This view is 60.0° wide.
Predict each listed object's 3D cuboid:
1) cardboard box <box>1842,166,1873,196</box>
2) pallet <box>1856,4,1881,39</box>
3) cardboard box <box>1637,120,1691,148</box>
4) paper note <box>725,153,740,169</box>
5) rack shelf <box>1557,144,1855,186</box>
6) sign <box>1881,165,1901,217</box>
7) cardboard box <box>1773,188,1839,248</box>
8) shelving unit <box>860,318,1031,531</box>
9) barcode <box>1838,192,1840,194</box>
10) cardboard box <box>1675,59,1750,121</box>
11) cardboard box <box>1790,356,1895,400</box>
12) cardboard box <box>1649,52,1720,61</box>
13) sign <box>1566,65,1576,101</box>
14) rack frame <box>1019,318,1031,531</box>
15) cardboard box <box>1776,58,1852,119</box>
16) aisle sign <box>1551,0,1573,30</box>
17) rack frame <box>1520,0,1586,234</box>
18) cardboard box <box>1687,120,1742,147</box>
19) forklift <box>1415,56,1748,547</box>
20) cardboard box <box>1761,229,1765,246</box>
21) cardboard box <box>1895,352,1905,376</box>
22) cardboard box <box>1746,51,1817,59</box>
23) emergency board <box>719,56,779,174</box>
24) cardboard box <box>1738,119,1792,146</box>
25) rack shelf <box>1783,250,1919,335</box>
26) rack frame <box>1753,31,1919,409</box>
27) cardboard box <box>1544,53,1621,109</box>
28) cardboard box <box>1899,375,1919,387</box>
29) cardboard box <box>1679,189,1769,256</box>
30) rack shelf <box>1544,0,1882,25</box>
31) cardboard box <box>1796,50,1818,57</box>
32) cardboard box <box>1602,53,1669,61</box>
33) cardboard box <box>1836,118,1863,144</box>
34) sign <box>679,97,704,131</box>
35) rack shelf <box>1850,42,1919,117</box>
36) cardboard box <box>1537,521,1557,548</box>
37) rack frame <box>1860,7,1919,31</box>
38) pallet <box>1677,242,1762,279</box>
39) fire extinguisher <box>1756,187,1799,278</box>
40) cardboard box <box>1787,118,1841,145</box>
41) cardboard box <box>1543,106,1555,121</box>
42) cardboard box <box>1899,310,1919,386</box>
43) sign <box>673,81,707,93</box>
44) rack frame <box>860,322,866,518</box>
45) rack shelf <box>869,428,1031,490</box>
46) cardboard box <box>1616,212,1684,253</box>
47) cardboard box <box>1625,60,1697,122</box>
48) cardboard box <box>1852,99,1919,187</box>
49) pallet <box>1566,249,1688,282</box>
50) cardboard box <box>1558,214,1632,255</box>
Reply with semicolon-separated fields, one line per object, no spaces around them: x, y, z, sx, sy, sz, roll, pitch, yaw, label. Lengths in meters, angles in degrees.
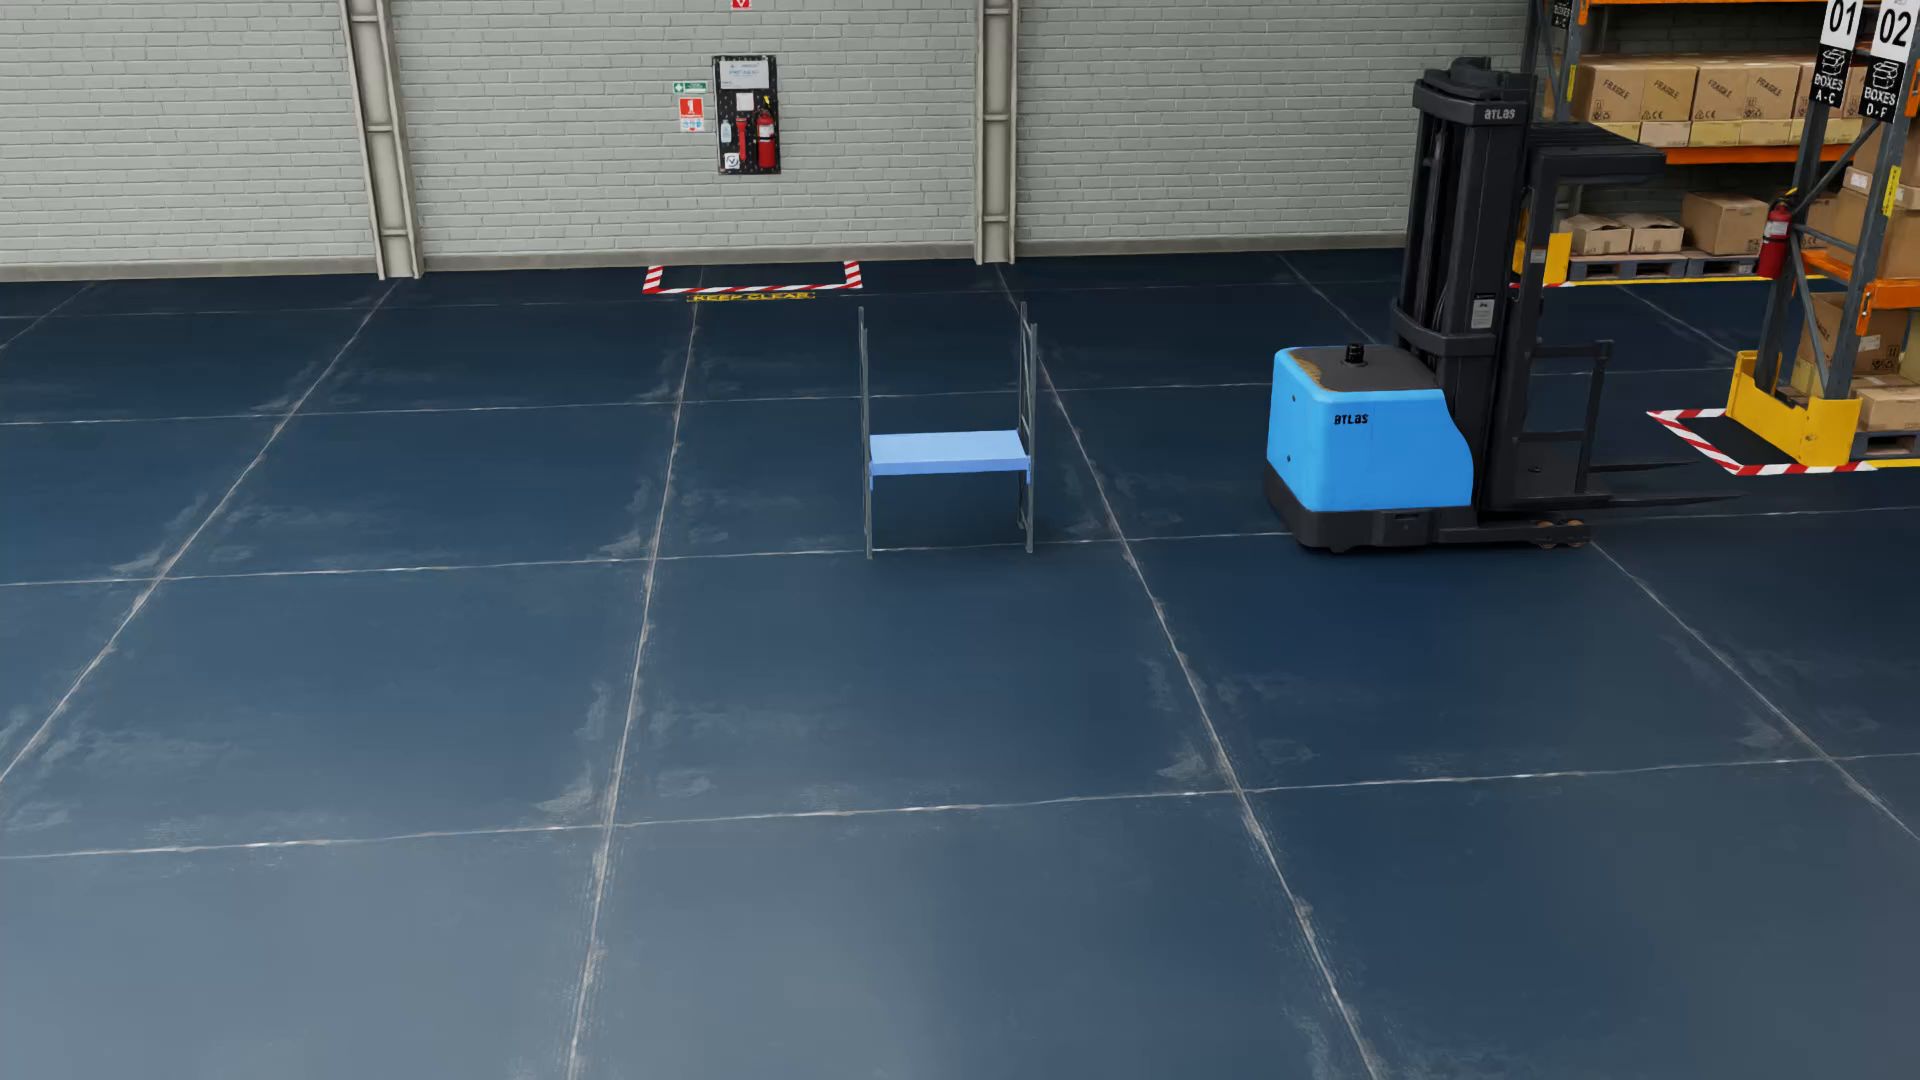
6.566;-2.571;11.919;0.250;0.149;0.380;-3;24;-6;cardboard box
6.911;-3.485;11.312;1.213;0.211;1.003;-2;24;-5;pallet
6.746;-3.997;16.209;0.500;0.250;0.500;-3;24;-7;cardboard box
-2.291;-3.812;16.717;0.142;0.148;0.016;-2;24;-5;paper note
7.705;-3.890;16.694;4.000;0.370;1.077;-2;24;-5;rack shelf
6.253;-2.344;11.166;0.005;0.325;0.100;-2;24;-5;sign
8.666;-3.299;17.016;0.500;0.500;0.500;-4;24;-9;cardboard box
-0.085;-0.682;10.438;1.030;1.308;0.538;-2;24;-5;shelving unit
9.134;-3.579;17.250;0.075;0.075;0.001;-2;24;-5;barcode
7.227;-4.353;16.088;0.500;0.500;0.500;-3;24;-7;cardboard box
6.710;-1.213;12.654;0.500;0.250;0.500;-2;24;-5;cardboard box
15.270;0.065;5.669;13.577;0.889;26.022;-3;24;-7;cardboard box
5.768;-4.315;15.699;0.005;0.325;0.100;-2;24;-5;sign
0.421;-0.702;10.482;0.013;1.308;0.475;-2;24;-5;rack frame
8.256;-4.400;16.192;0.500;0.500;0.500;-3;24;-7;cardboard box
5.672;-5.202;15.561;0.004;0.787;0.394;-2;24;-5;aisle sign
5.714;-4.139;16.368;0.127;3.000;1.000;-2;24;-5;rack frame
7.254;-4.015;16.249;0.500;0.250;0.500;-3;24;-6;cardboard box
3.610;-1.498;10.511;3.031;2.935;1.121;-3;24;-6;forklift
8.101;-3.141;17.092;0.250;0.149;0.380;-4;24;-9;cardboard box
7.206;-1.238;12.709;0.500;0.250;0.500;-2;24;-5;cardboard box
8.195;-4.610;16.666;0.500;0.500;0.500;-2;24;-4;cardboard box
-2.104;-4.193;16.491;0.636;1.158;0.192;-2;24;-5;emergency board
7.757;-4.034;16.293;0.500;0.250;0.500;-2;24;-5;cardboard box
8.195;-1.888;12.189;4.000;0.370;1.077;-2;24;-5;rack shelf
6.205;-2.136;11.864;0.127;3.000;1.000;-2;24;-5;rack frame
6.162;-4.527;16.478;0.500;0.500;0.500;-3;24;-6;cardboard box
7.258;-1.025;12.231;0.500;0.250;0.500;-2;24;-5;cardboard box
7.714;-3.220;16.838;0.500;0.500;0.700;-4;24;-8;cardboard box
7.705;-5.260;16.085;4.000;0.370;1.077;-2;24;-5;rack shelf
8.692;-4.628;16.706;0.500;0.500;0.500;-2;24;-5;cardboard box
6.664;-4.543;16.514;0.500;0.500;0.500;-2;24;-4;cardboard box
8.757;-4.081;16.398;0.500;0.250;0.500;-2;24;-5;cardboard box
-2.668;-4.229;16.528;0.234;0.329;0.001;-2;24;-5;sign
8.195;-3.258;11.580;4.000;0.370;1.077;-2;24;-5;rack shelf
3.750;-0.034;10.634;0.157;0.156;0.126;-3;24;-6;cardboard box
6.205;-4.878;10.645;0.127;3.000;1.000;-2;24;-5;rack frame
7.813;-2.933;17.089;1.213;0.211;1.003;-2;24;-5;pallet
6.042;-2.284;12.291;0.183;0.674;0.296;-2;24;-5;fire extinguisher
8.258;-4.055;16.339;0.500;0.250;0.500;-2;24;-5;cardboard box
6.160;-4.176;16.613;0.500;0.250;0.500;-2;24;-4;cardboard box
7.258;-1.367;12.077;0.500;0.500;0.500;-2;24;-5;cardboard box
-2.663;-4.468;16.413;0.331;0.109;0.001;-2;24;-5;sign
-0.591;-0.661;10.391;0.013;1.308;0.475;-2;24;-5;rack frame
-0.085;-0.518;10.511;1.000;0.185;0.538;-2;24;-5;rack shelf
6.979;-3.125;16.856;0.500;0.311;0.500;0;24;-1;cardboard box
6.712;-4.335;16.047;0.500;0.500;0.500;-2;24;-5;cardboard box
6.723;-2.791;11.615;0.500;0.500;0.700;-2;24;-5;cardboard box
6.602;-2.886;16.982;1.213;0.211;1.003;-2;24;-5;pallet
6.412;-3.102;16.805;0.500;0.311;0.500;-5;24;-11;cardboard box
